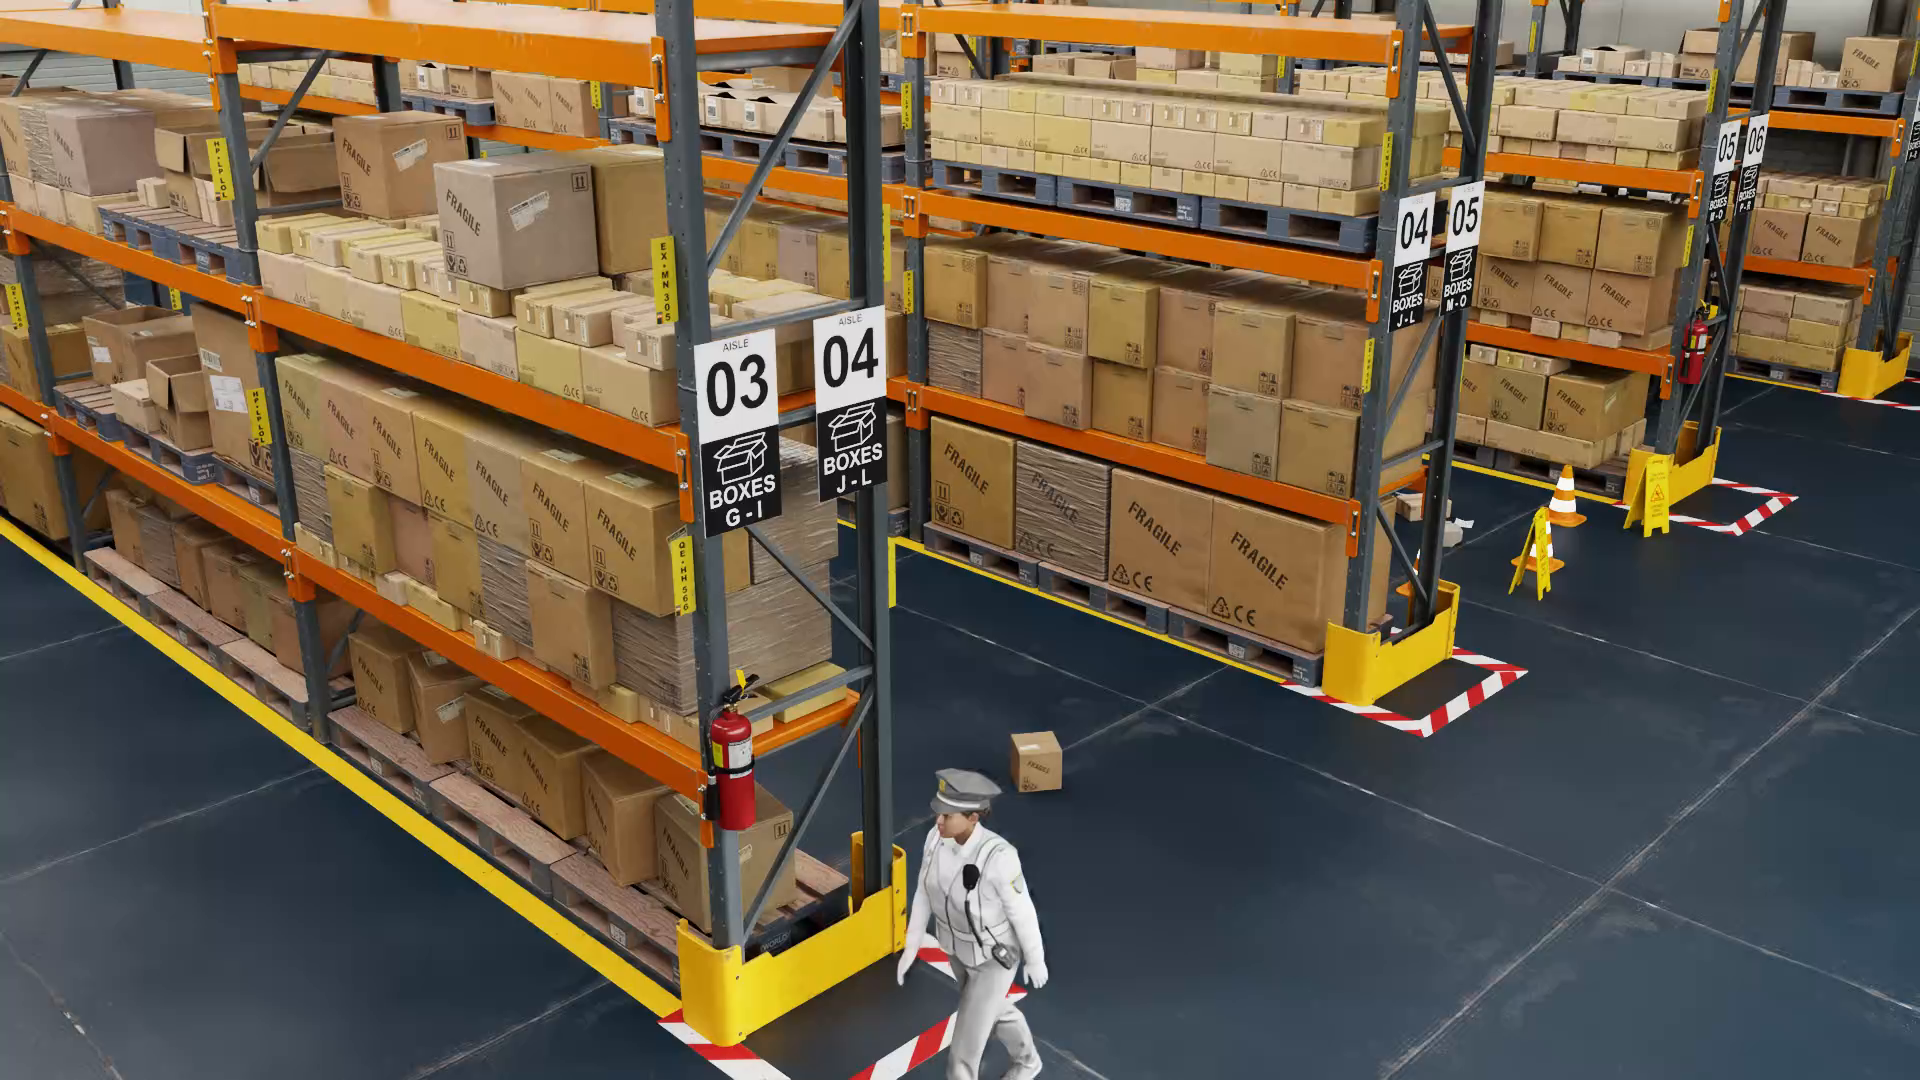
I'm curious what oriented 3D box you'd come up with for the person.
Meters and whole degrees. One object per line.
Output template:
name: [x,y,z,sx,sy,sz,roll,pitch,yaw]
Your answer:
person: [0.017,1.652,6.650,0.913,1.635,0.517,-17,27,-38]
